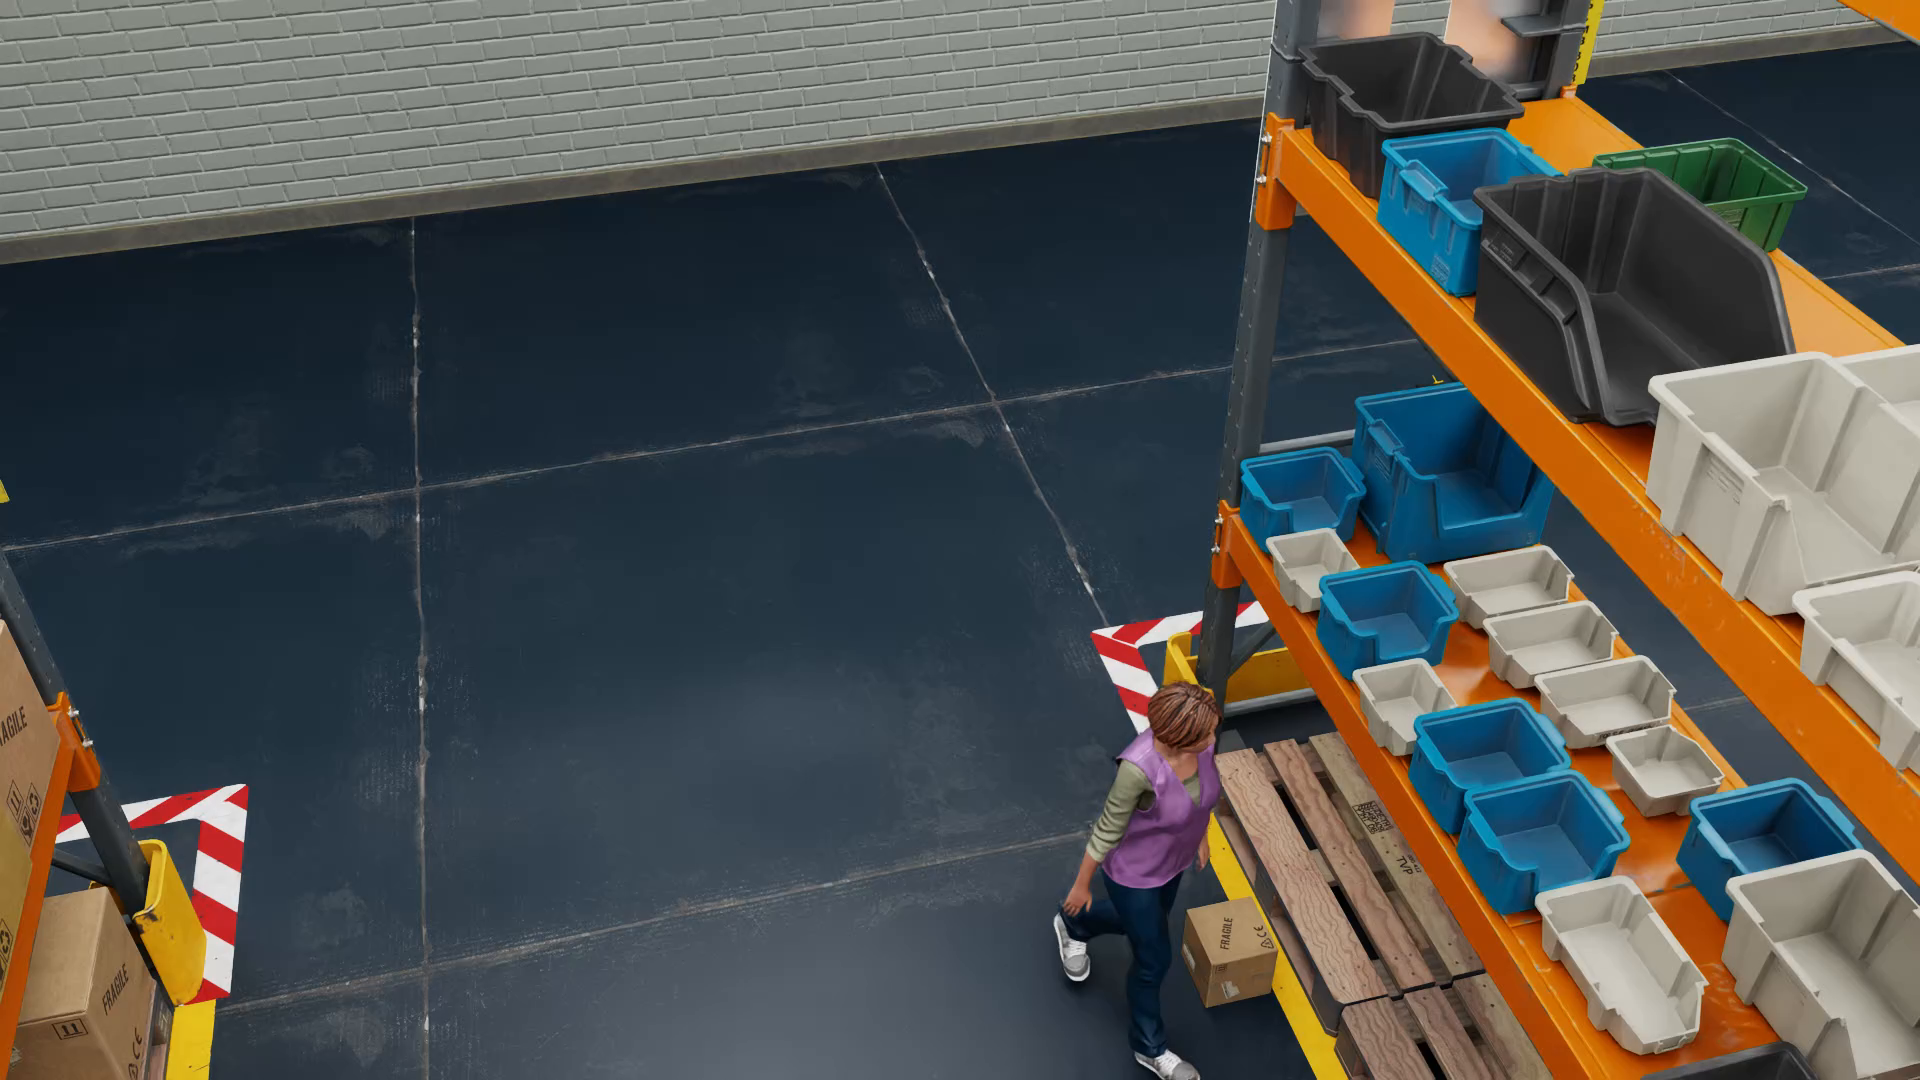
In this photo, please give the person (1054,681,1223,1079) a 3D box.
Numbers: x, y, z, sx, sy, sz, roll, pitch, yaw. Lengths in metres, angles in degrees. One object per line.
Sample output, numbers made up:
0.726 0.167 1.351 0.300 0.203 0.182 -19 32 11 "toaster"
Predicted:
0.602 1.049 5.412 0.777 1.553 0.545 31 48 33 "person"
